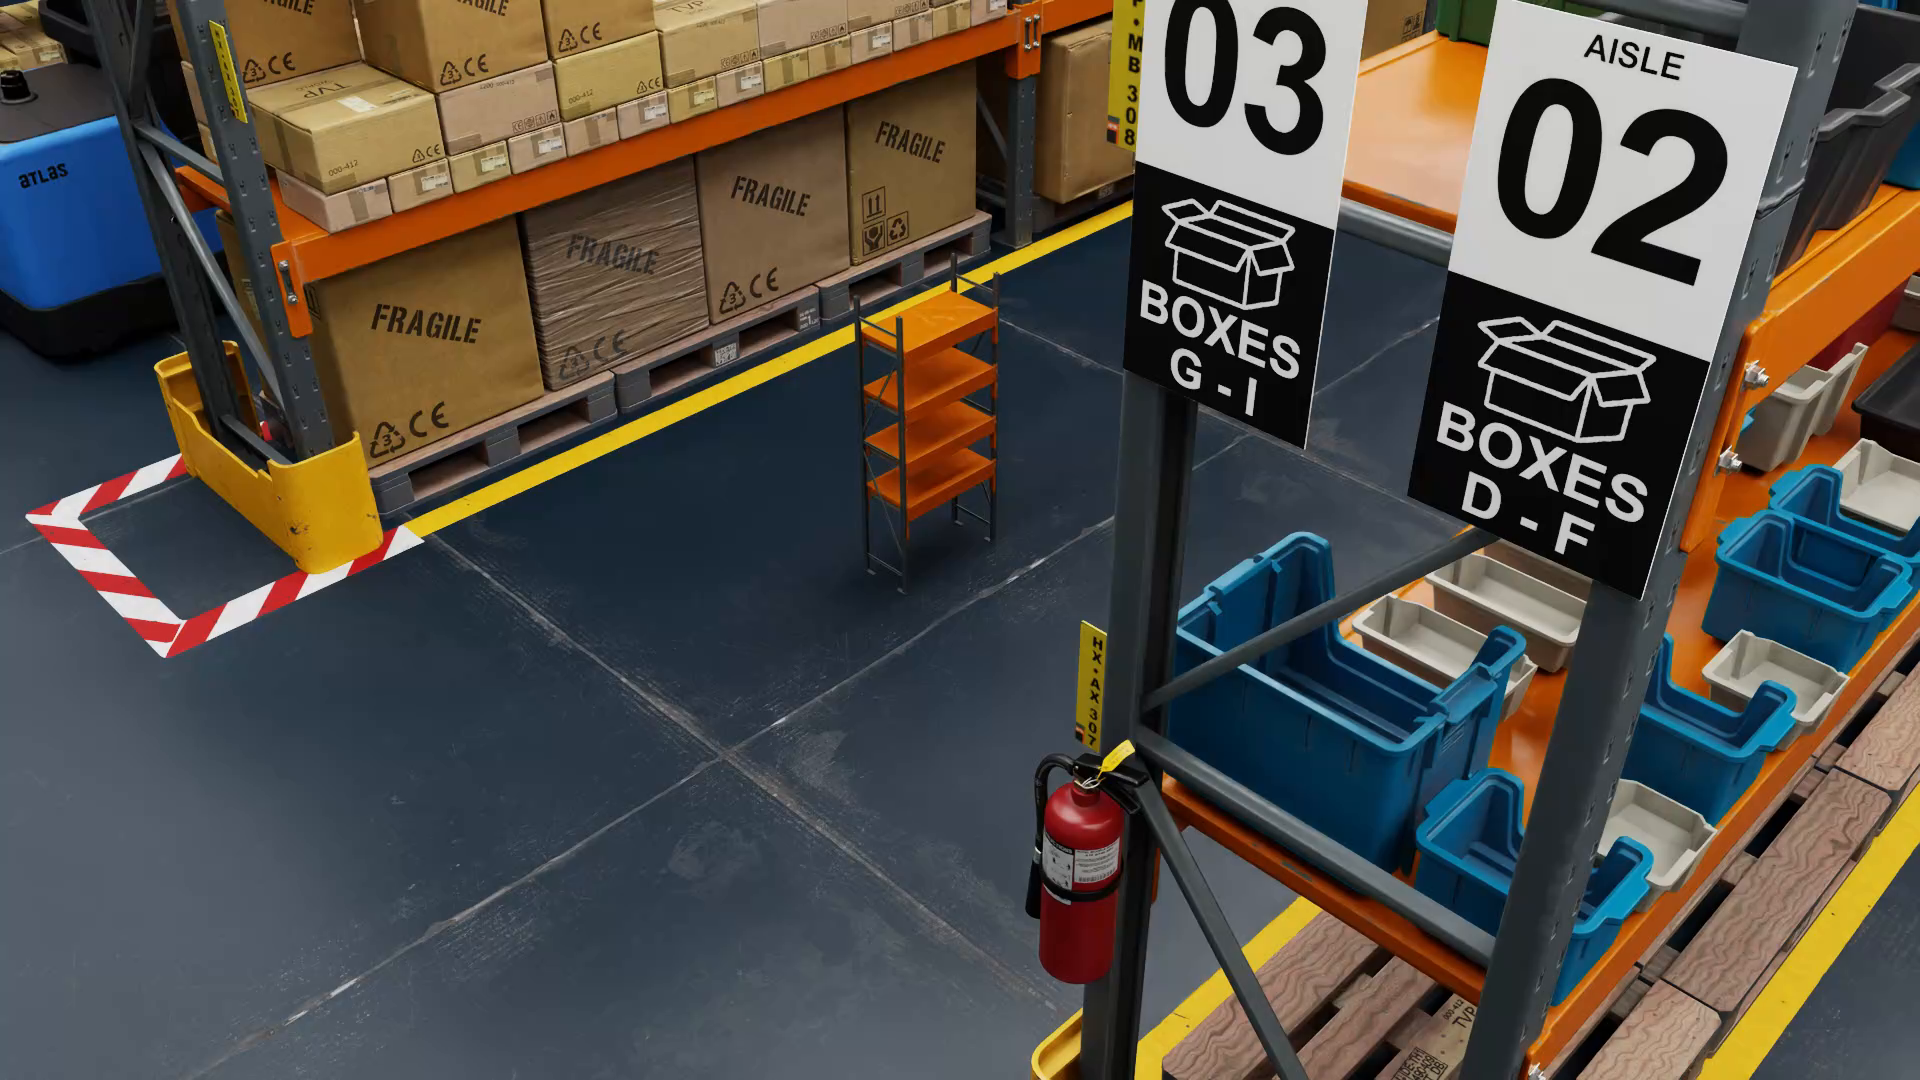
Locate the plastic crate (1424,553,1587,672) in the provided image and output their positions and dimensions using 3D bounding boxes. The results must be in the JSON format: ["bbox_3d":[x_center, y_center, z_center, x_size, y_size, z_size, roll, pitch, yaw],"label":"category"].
[{"bbox_3d":[1.351,0.171,4.061,0.396,0.136,0.243,30,45,35],"label":"plastic crate"}]

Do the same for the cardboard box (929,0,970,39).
[{"bbox_3d":[-0.170,-2.553,8.009,0.250,0.149,0.380,-29,44,-35],"label":"cardboard box"}]

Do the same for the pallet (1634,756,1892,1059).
[{"bbox_3d":[2.159,0.935,5.225,1.003,0.211,1.213,30,45,35],"label":"pallet"}]

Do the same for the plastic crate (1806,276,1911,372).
[{"bbox_3d":[2.702,-0.810,5.181,0.402,0.464,0.583,30,45,35],"label":"plastic crate"}]

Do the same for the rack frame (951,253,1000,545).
[{"bbox_3d":[0.055,-0.524,6.452,0.240,1.200,0.015,30,45,35],"label":"rack frame"}]

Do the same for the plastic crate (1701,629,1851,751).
[{"bbox_3d":[1.861,0.347,3.809,0.250,0.136,0.298,30,45,35],"label":"plastic crate"}]

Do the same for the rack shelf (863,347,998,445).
[{"bbox_3d":[-0.117,-0.553,6.221,0.258,0.148,0.480,30,45,35],"label":"rack shelf"}]

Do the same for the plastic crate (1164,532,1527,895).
[{"bbox_3d":[0.794,0.352,3.539,0.616,0.435,0.499,30,45,35],"label":"plastic crate"}]

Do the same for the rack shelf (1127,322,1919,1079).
[{"bbox_3d":[2.100,0.086,4.633,1.077,0.370,4.000,30,45,35],"label":"rack shelf"}]

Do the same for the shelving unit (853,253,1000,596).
[{"bbox_3d":[-0.117,-0.425,6.310,0.258,1.200,0.503,30,45,35],"label":"shelving unit"}]

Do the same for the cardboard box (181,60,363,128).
[{"bbox_3d":[-2.671,-1.758,6.519,0.500,0.250,0.500,29,44,35],"label":"cardboard box"}]

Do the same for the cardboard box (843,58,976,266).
[{"bbox_3d":[-0.527,-2.082,8.604,0.875,0.875,0.875,30,45,35],"label":"cardboard box"}]

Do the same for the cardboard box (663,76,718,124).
[{"bbox_3d":[-1.257,-1.926,7.110,0.380,0.149,0.250,28,44,34],"label":"cardboard box"}]

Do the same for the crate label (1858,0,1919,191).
[{"bbox_3d":[1.570,-0.811,2.798,0.408,0.251,0.502,30,45,35],"label":"crate label"}]

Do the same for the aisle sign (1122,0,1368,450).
[{"bbox_3d":[0.432,-0.552,2.647,0.394,0.787,0.004,30,45,35],"label":"aisle sign"}]

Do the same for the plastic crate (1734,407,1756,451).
[{"bbox_3d":[1.956,-0.290,4.638,0.416,0.233,0.300,30,45,35],"label":"plastic crate"}]

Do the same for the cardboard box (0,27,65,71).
[{"bbox_3d":[-5.553,-2.917,9.915,0.250,0.149,0.380,-29,44,-35],"label":"cardboard box"}]

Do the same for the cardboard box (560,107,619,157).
[{"bbox_3d":[-1.617,-1.719,6.813,0.380,0.149,0.250,29,44,34],"label":"cardboard box"}]

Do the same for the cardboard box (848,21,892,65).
[{"bbox_3d":[-0.531,-2.345,7.710,0.250,0.149,0.380,-29,44,-35],"label":"cardboard box"}]

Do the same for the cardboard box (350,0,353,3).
[{"bbox_3d":[-4.206,-3.610,10.909,0.380,0.149,0.250,27,43,33],"label":"cardboard box"}]

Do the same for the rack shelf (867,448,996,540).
[{"bbox_3d":[-0.117,-0.207,6.462,0.258,0.148,0.480,30,45,35],"label":"rack shelf"}]

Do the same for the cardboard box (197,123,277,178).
[{"bbox_3d":[-2.807,-1.568,6.595,0.250,0.149,0.380,-29,44,-35],"label":"cardboard box"}]

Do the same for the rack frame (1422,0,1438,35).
[{"bbox_3d":[2.813,-4.641,10.782,1.000,3.000,0.127,30,45,35],"label":"rack frame"}]

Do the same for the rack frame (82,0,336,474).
[{"bbox_3d":[-2.824,-1.393,6.126,1.000,3.000,0.127,30,45,35],"label":"rack frame"}]

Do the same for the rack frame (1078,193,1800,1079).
[{"bbox_3d":[0.691,0.603,3.263,1.000,3.000,0.127,30,45,35],"label":"rack frame"}]

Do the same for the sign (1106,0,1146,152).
[{"bbox_3d":[0.289,-0.800,2.744,0.100,0.325,0.005,30,45,35],"label":"sign"}]

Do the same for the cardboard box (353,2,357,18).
[{"bbox_3d":[-4.055,-3.633,11.202,0.250,0.149,0.380,-29,44,-35],"label":"cardboard box"}]

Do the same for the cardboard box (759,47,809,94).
[{"bbox_3d":[-0.893,-2.136,7.411,0.380,0.149,0.250,29,44,35],"label":"cardboard box"}]

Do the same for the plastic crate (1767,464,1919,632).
[{"bbox_3d":[2.238,0.023,4.189,0.416,0.233,0.300,30,45,35],"label":"plastic crate"}]

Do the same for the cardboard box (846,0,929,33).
[{"bbox_3d":[-0.493,-2.582,7.701,0.500,0.250,0.500,-28,44,-34],"label":"cardboard box"}]

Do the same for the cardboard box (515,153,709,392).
[{"bbox_3d":[-1.789,-1.356,7.562,0.875,0.875,0.875,30,45,35],"label":"cardboard box"}]

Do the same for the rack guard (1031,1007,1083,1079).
[{"bbox_3d":[0.683,1.643,3.957,1.175,0.500,0.348,30,45,35],"label":"rack guard"}]

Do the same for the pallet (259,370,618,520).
[{"bbox_3d":[-2.316,-0.606,7.434,1.003,0.211,1.213,30,45,35],"label":"pallet"}]

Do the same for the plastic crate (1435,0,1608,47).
[{"bbox_3d":[1.183,-1.056,3.205,0.450,0.188,0.336,30,45,35],"label":"plastic crate"}]

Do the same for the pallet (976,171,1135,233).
[{"bbox_3d":[0.485,-2.217,9.744,1.003,0.211,1.213,30,45,35],"label":"pallet"}]

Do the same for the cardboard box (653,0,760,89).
[{"bbox_3d":[-1.212,-2.170,7.110,0.500,0.250,0.500,29,44,34],"label":"cardboard box"}]

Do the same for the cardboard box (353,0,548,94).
[{"bbox_3d":[-1.942,-2.050,6.283,0.500,0.500,0.500,28,44,34],"label":"cardboard box"}]

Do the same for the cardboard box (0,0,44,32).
[{"bbox_3d":[-5.769,-3.233,10.368,0.380,0.149,0.250,29,44,34],"label":"cardboard box"}]

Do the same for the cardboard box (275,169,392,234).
[{"bbox_3d":[-2.340,-1.301,6.214,0.250,0.149,0.380,-29,44,-35],"label":"cardboard box"}]

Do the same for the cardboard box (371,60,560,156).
[{"bbox_3d":[-1.933,-1.754,6.513,0.500,0.250,0.500,29,44,35],"label":"cardboard box"}]

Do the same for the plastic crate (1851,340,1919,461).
[{"bbox_3d":[2.911,-0.370,4.846,0.437,0.125,0.590,30,45,35],"label":"plastic crate"}]

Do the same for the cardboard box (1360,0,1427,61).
[{"bbox_3d":[2.312,-3.670,10.880,1.225,0.875,0.875,27,43,33],"label":"cardboard box"}]

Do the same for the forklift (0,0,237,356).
[{"bbox_3d":[-3.659,-2.835,8.252,1.130,2.935,3.031,27,43,33],"label":"forklift"}]

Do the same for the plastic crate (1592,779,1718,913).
[{"bbox_3d":[1.383,0.622,3.414,0.250,0.136,0.298,30,45,35],"label":"plastic crate"}]

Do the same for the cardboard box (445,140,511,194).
[{"bbox_3d":[-1.980,-1.510,6.513,0.380,0.149,0.250,28,44,34],"label":"cardboard box"}]

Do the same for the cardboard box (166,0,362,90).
[{"bbox_3d":[-2.667,-2.065,6.305,0.500,0.500,0.500,-29,44,-35],"label":"cardboard box"}]

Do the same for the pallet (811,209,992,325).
[{"bbox_3d":[-0.597,-1.596,8.854,1.003,0.211,1.213,30,45,35],"label":"pallet"}]

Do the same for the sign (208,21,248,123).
[{"bbox_3d":[-2.434,-1.555,5.531,0.100,0.325,0.005,30,45,35],"label":"sign"}]

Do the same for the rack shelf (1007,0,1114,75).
[{"bbox_3d":[1.403,-3.534,9.824,1.077,0.370,4.000,30,45,35],"label":"rack shelf"}]
